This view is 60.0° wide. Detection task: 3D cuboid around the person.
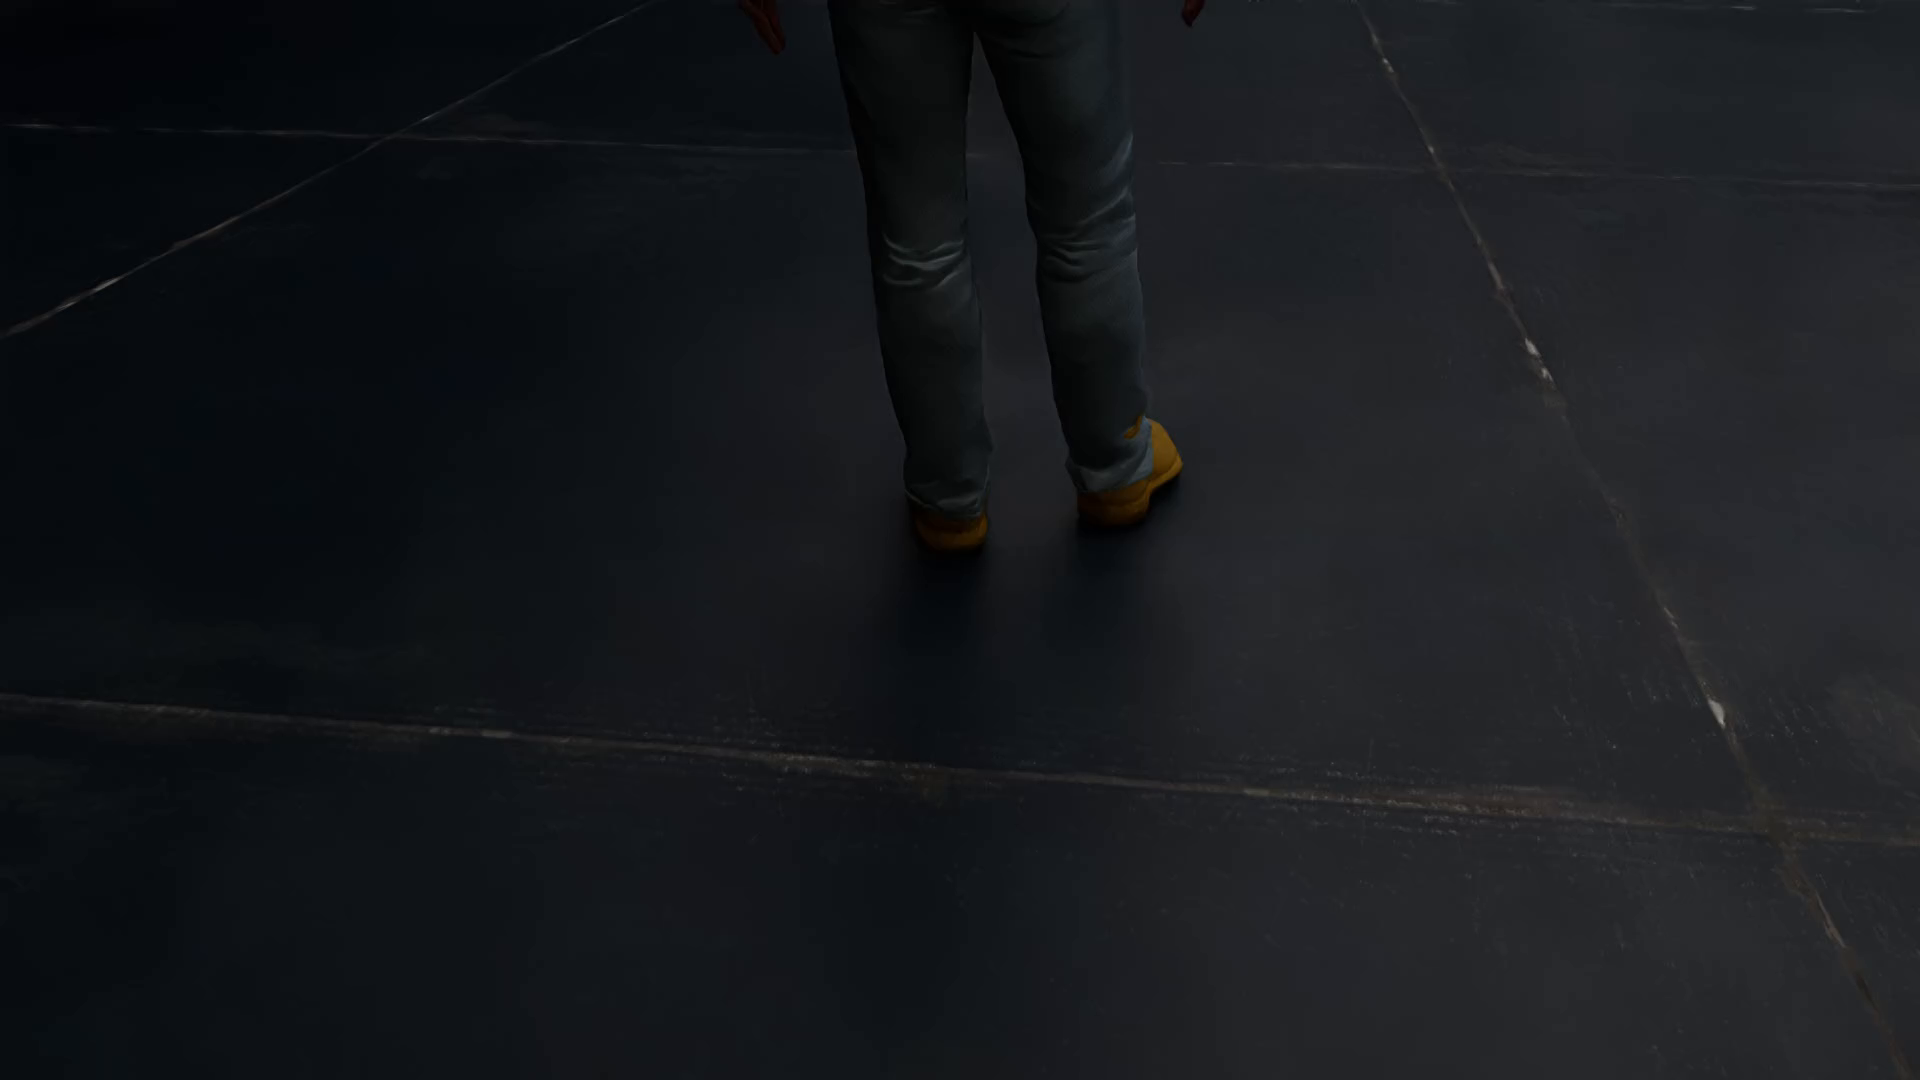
[{"bbox_3d":[0.015,-0.827,2.164,0.665,1.766,0.576,3,27,7],"label":"person"}]
